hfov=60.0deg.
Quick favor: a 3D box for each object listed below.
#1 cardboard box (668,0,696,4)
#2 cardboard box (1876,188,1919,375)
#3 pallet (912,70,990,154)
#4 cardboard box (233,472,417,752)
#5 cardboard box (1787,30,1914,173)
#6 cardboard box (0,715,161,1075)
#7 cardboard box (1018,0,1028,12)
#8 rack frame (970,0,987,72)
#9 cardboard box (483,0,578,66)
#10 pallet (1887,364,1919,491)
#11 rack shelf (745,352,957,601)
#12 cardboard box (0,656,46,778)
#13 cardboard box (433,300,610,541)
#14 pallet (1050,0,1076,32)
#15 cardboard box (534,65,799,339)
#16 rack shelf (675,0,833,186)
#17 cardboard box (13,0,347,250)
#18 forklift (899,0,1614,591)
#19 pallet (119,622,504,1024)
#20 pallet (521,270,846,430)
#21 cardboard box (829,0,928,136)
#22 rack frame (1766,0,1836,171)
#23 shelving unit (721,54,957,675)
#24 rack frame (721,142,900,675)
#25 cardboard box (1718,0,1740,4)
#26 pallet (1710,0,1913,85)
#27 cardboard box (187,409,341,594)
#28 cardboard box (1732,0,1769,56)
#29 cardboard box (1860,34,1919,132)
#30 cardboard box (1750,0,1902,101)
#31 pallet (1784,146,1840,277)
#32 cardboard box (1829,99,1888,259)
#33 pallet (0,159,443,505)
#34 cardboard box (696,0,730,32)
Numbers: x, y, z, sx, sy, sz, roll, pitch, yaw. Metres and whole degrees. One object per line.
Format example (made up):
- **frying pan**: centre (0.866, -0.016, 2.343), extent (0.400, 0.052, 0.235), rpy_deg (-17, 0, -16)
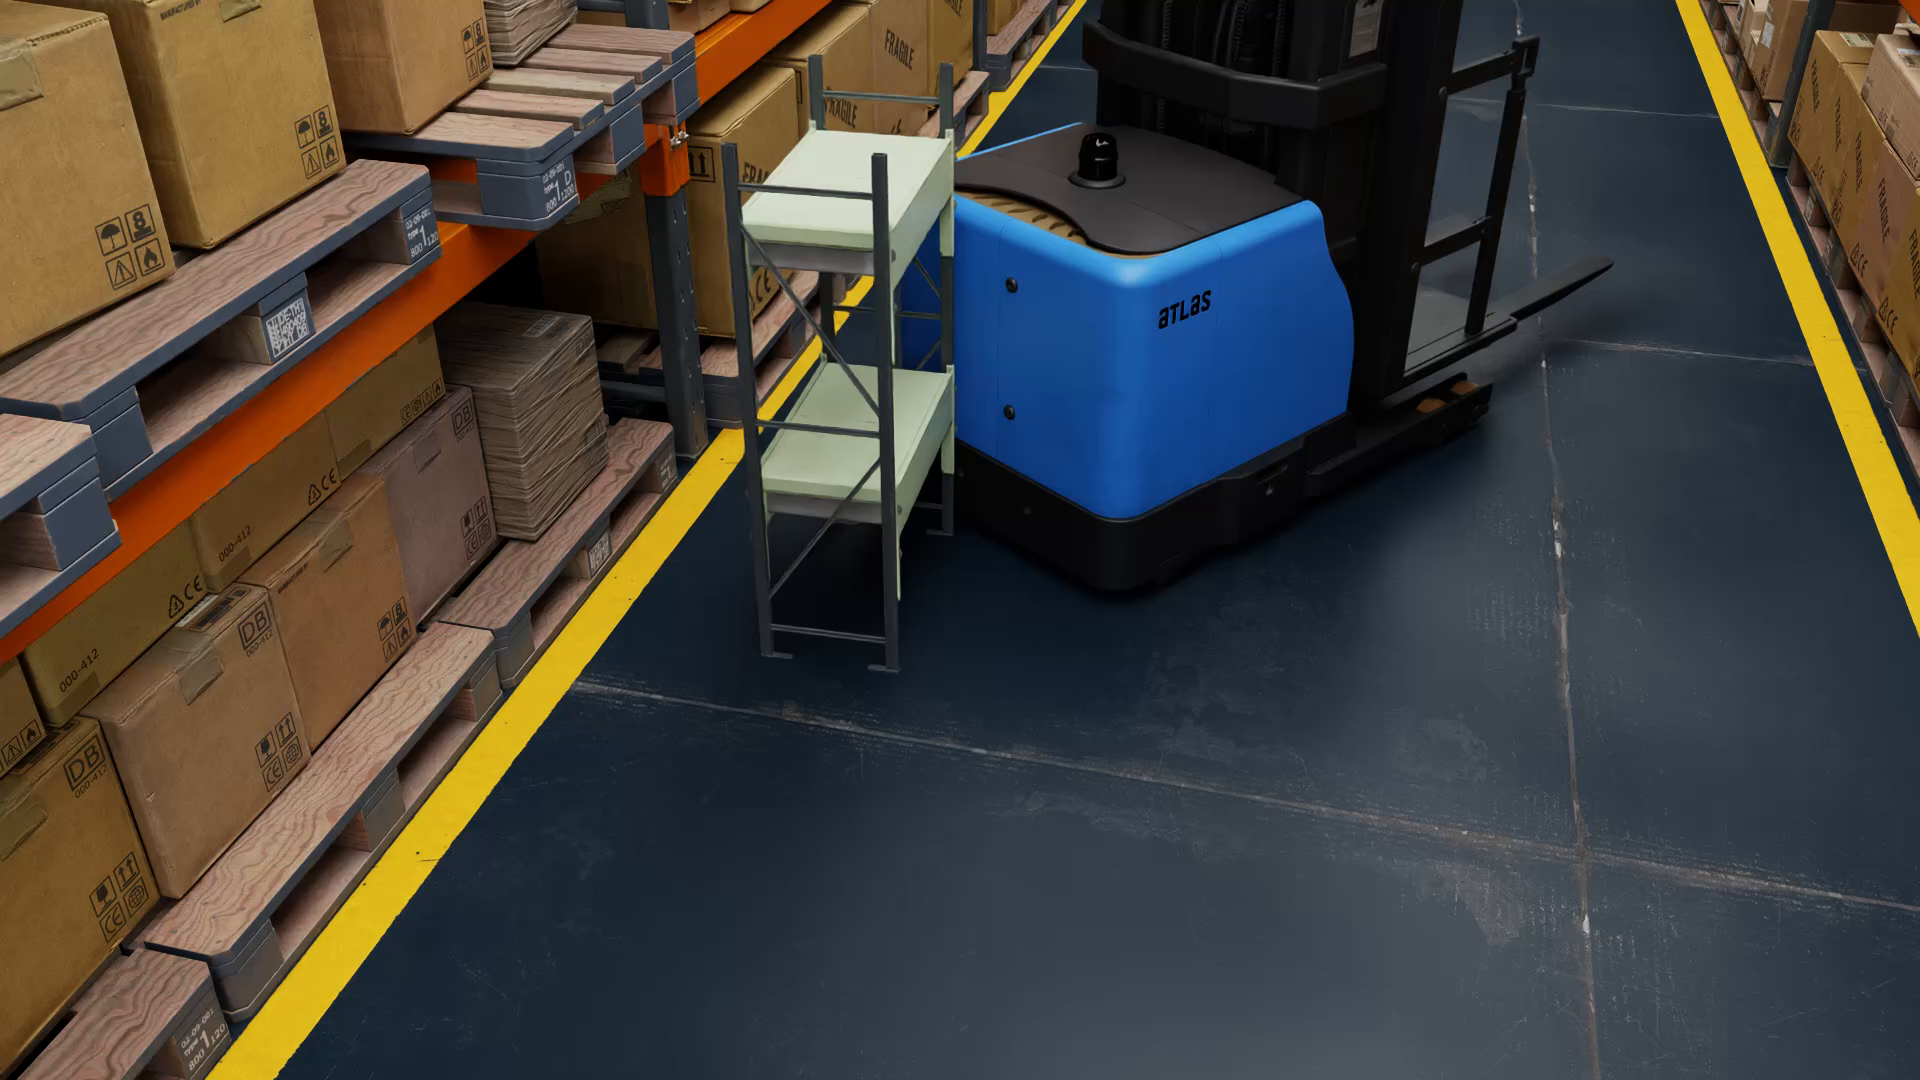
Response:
- **cardboard box**: centre (-0.998, -2.025, 5.251), extent (0.500, 0.500, 0.500), rpy_deg (9, 34, 14)
- **cardboard box**: centre (3.566, -0.876, 5.752), extent (0.500, 0.500, 0.500), rpy_deg (7, 33, 11)
- **pallet**: centre (-0.477, -2.120, 8.388), extent (1.003, 0.211, 1.213), rpy_deg (8, 33, 12)
- **cardboard box**: centre (-1.843, 0.131, 4.167), extent (0.700, 0.500, 0.500), rpy_deg (8, 33, 12)
- **cardboard box**: centre (4.080, -1.948, 7.438), extent (0.500, 0.500, 0.500), rpy_deg (7, 33, 10)
- **cardboard box**: centre (-2.131, 0.654, 3.345), extent (0.700, 0.500, 0.500), rpy_deg (7, 33, 11)
- **cardboard box**: centre (0.066, -3.464, 9.842), extent (0.700, 0.500, 0.500), rpy_deg (8, 33, 12)
- **rack frame**: centre (-0.354, -3.708, 8.286), extent (1.000, 3.000, 0.127), rpy_deg (8, 33, 12)
- **cardboard box**: centre (-1.478, -1.614, 4.490), extent (0.700, 0.500, 0.500), rpy_deg (4, 33, 7)
- **pallet**: centre (3.650, -0.165, 5.313), extent (1.003, 0.211, 1.213), rpy_deg (8, 33, 12)
- **rack shelf**: centre (-0.292, -0.200, 4.775), extent (0.431, 0.370, 0.720), rpy_deg (6, 33, 10)
- **cardboard box**: centre (-2.105, 0.383, 3.072), extent (0.500, 0.250, 0.500), rpy_deg (7, 33, 11)
- **cardboard box**: centre (-1.501, -0.382, 4.975), extent (0.700, 0.500, 0.500), rpy_deg (8, 33, 13)
- **pallet**: centre (0.223, -3.550, 10.637), extent (1.003, 0.211, 1.213), rpy_deg (8, 33, 12)
- **cardboard box**: centre (-1.055, -1.266, 6.057), extent (0.750, 0.750, 0.750), rpy_deg (8, 33, 12)
- **rack shelf**: centre (-0.861, -2.366, 6.847), extent (1.077, 0.370, 4.000), rpy_deg (8, 33, 12)
- **cardboard box**: centre (-1.773, -0.965, 3.469), extent (0.700, 0.500, 0.500), rpy_deg (8, 33, 12)
- **forklift**: centre (1.235, -1.751, 5.273), extent (3.031, 2.935, 1.130), rpy_deg (-25, 40, -34)
- **pallet**: centre (-1.880, 0.581, 4.139), extent (1.003, 0.211, 1.213), rpy_deg (8, 33, 12)
- **pallet**: centre (-1.096, -0.854, 6.396), extent (1.003, 0.211, 1.213), rpy_deg (8, 33, 12)
- **cardboard box**: centre (-0.616, -2.161, 7.466), extent (0.750, 0.750, 0.750), rpy_deg (9, 34, 14)
- **rack frame**: centre (4.439, -3.035, 7.228), extent (1.000, 3.000, 0.127), rpy_deg (8, 33, 12)
- **shelving unit**: centre (-0.292, -0.476, 4.600), extent (0.431, 1.500, 0.755), rpy_deg (6, 33, 10)
- **rack frame**: centre (-0.367, -0.283, 4.298), extent (0.400, 1.500, 0.023), rpy_deg (6, 33, 10)
- **cardboard box**: centre (4.788, -3.374, 9.914), extent (0.500, 0.250, 0.500), rpy_deg (8, 33, 12)
- **pallet**: centre (4.922, -2.849, 9.536), extent (1.003, 0.211, 1.213), rpy_deg (8, 33, 12)
- **cardboard box**: centre (-1.832, -0.144, 3.901), extent (0.500, 0.250, 0.500), rpy_deg (8, 33, 12)
- **cardboard box**: centre (4.499, -2.809, 8.970), extent (0.500, 0.311, 0.500), rpy_deg (8, 33, 12)
- **cardboard box**: centre (3.827, -1.746, 6.421), extent (0.500, 0.250, 0.500), rpy_deg (8, 33, 12)
- **cardboard box**: centre (4.309, -2.500, 8.307), extent (0.500, 0.500, 0.500), rpy_deg (8, 33, 12)
- **pallet**: centre (4.269, -1.431, 7.304), extent (1.003, 0.211, 1.213), rpy_deg (8, 33, 12)
- **cardboard box**: centre (3.822, -1.411, 6.594), extent (0.500, 0.500, 0.500), rpy_deg (8, 33, 13)
- **pallet**: centre (-1.832, -0.518, 3.448), extent (1.003, 0.211, 1.213), rpy_deg (8, 33, 12)
- **cardboard box**: centre (-0.989, -1.803, 5.506), extent (0.380, 0.149, 0.250), rpy_deg (8, 33, 13)
